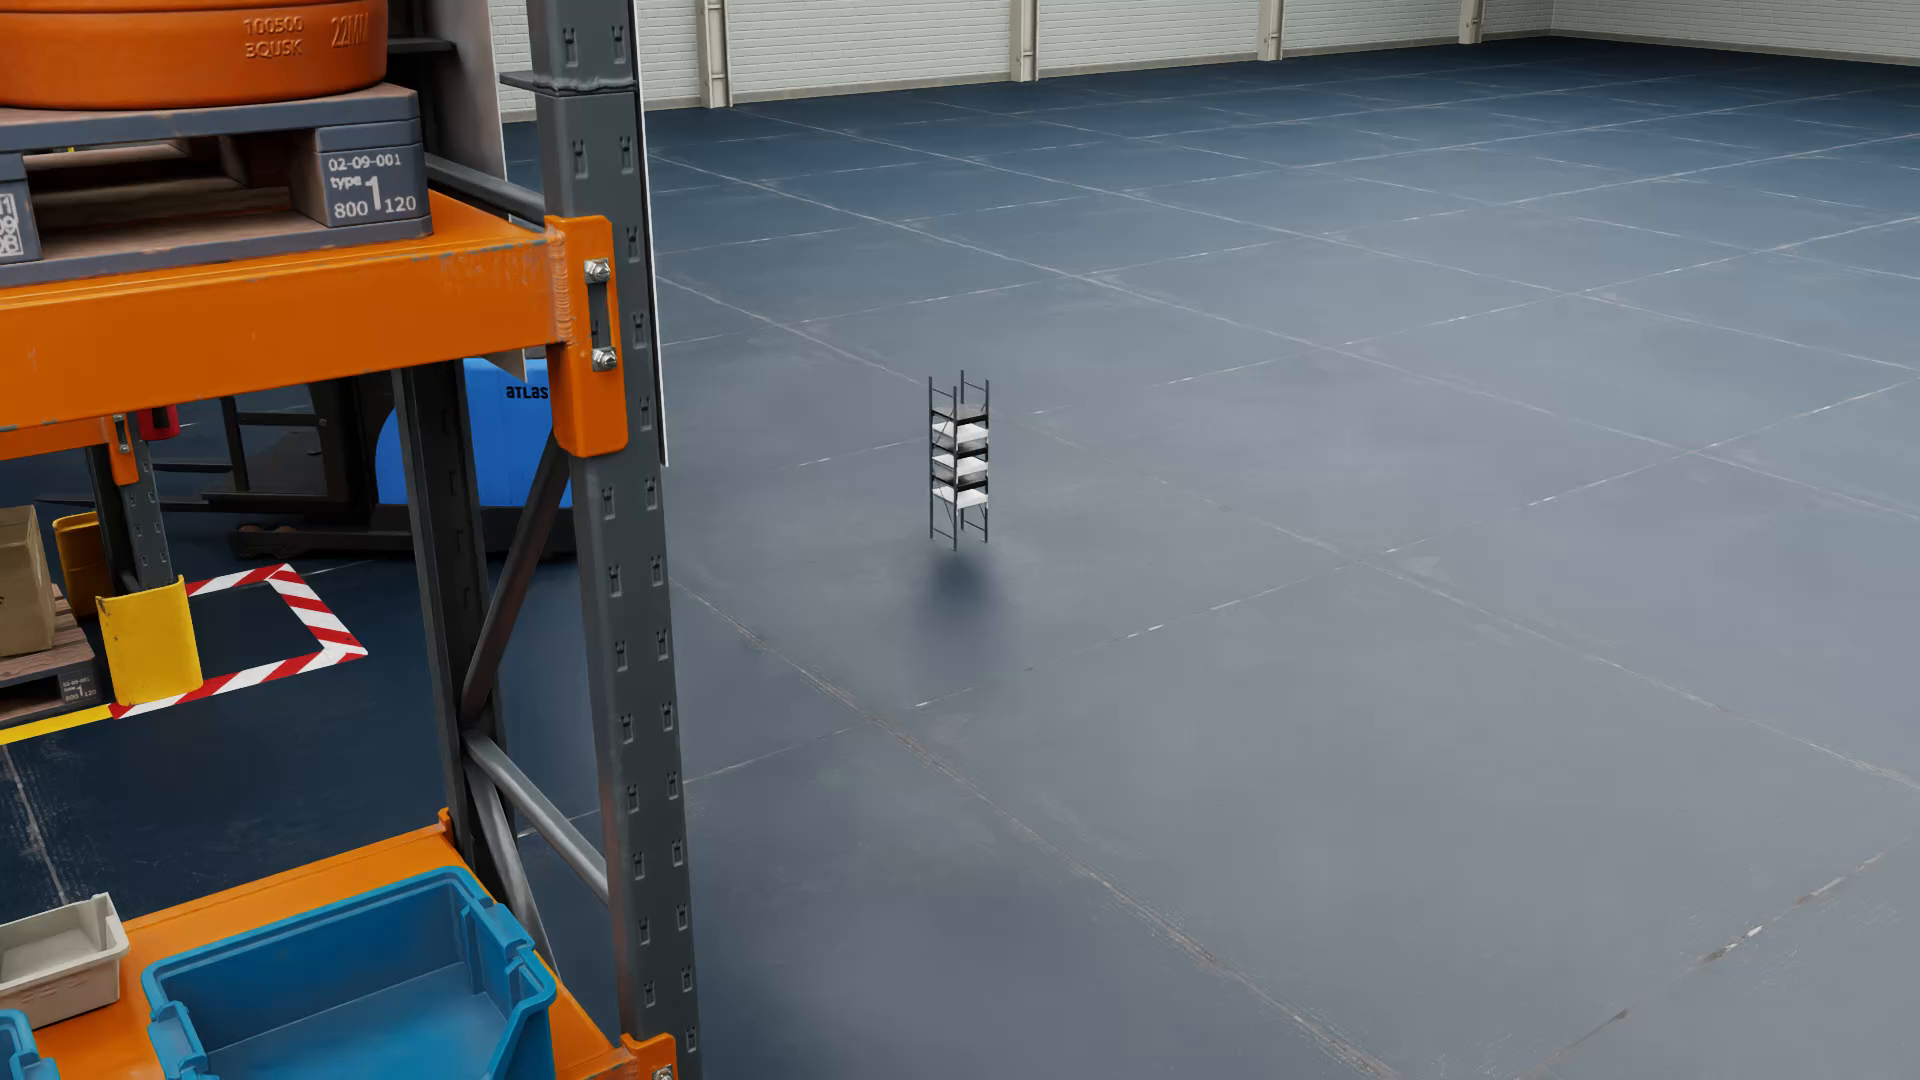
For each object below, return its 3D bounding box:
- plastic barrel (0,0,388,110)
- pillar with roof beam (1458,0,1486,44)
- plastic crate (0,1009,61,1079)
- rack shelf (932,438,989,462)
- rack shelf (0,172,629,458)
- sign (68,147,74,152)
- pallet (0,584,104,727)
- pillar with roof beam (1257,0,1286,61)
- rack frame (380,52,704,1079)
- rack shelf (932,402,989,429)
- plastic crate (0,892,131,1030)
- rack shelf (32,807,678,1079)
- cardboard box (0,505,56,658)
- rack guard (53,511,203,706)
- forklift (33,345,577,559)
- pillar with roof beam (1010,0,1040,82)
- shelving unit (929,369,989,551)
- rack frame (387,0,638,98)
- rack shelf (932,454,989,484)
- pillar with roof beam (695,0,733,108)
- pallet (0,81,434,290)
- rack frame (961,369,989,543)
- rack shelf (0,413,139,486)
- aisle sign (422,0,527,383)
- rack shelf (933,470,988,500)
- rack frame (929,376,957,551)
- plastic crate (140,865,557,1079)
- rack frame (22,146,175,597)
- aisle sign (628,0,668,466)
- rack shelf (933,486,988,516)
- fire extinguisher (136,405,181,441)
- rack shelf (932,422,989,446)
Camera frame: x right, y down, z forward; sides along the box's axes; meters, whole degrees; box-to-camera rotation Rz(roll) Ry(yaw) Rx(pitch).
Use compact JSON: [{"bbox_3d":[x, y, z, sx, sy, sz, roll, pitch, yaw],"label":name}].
[{"bbox_3d":[-1.143,-1.055,2.300,0.708,0.830,0.600,-15,26,-33],"label":"plastic barrel"},{"bbox_3d":[13.370,-13.480,30.536,0.400,9.000,9.100,-15,26,-33],"label":"pillar with roof beam"},{"bbox_3d":[-1.585,0.995,2.556,0.408,0.251,0.499,-15,26,-33],"label":"plastic crate"},{"bbox_3d":[-0.007,-0.469,8.704,0.200,0.077,0.258,-15,26,-33],"label":"rack shelf"},{"bbox_3d":[-2.447,-0.037,1.866,4.000,0.370,1.077,-15,26,-33],"label":"rack shelf"},{"bbox_3d":[-3.408,-1.414,6.405,0.005,0.325,0.100,-15,26,-33],"label":"sign"},{"bbox_3d":[-4.458,0.576,7.169,1.213,0.211,1.003,-15,26,-33],"label":"pallet"},{"bbox_3d":[8.499,-12.181,27.282,0.400,9.000,9.100,-15,26,-33],"label":"pillar with roof beam"},{"bbox_3d":[-0.823,0.589,3.373,0.127,3.000,1.000,-15,26,-33],"label":"rack frame"},{"bbox_3d":[-0.007,-0.636,8.637,0.200,0.077,0.258,-15,26,-33],"label":"rack shelf"},{"bbox_3d":[-1.737,0.808,3.179,0.250,0.136,0.298,-15,26,-33],"label":"plastic crate"},{"bbox_3d":[-2.447,1.356,2.422,4.000,0.370,1.077,-15,26,-33],"label":"rack shelf"},{"bbox_3d":[-4.232,0.195,7.167,0.500,0.500,0.500,-10,24,-23],"label":"cardboard box"},{"bbox_3d":[-3.777,0.276,7.529,0.348,0.500,1.175,-15,26,-33],"label":"rack guard"},{"bbox_3d":[-3.395,-1.458,8.595,3.031,2.935,1.130,1,22,3],"label":"forklift"},{"bbox_3d":[3.629,-10.883,24.027,0.400,9.000,9.100,-15,26,-33],"label":"pillar with roof beam"},{"bbox_3d":[-0.007,-0.416,8.725,0.210,0.900,0.258,-15,26,-33],"label":"shelving unit"},{"bbox_3d":[-0.823,-2.197,2.261,0.127,3.000,1.000,-15,26,-33],"label":"rack frame"},{"bbox_3d":[-0.007,-0.385,8.738,0.200,0.077,0.258,-15,26,-33],"label":"rack shelf"},{"bbox_3d":[-1.242,-9.584,20.772,0.400,9.000,9.100,-15,26,-33],"label":"pillar with roof beam"},{"bbox_3d":[-1.552,-0.567,2.477,1.213,0.211,1.003,-15,26,-33],"label":"pallet"},{"bbox_3d":[0.076,-0.438,8.780,0.006,0.900,0.240,-15,26,-33],"label":"rack frame"},{"bbox_3d":[-5.339,-0.134,6.156,4.000,0.370,1.077,-15,26,-33],"label":"rack shelf"},{"bbox_3d":[-0.936,-0.722,3.151,0.004,0.787,0.394,-15,26,-33],"label":"aisle sign"},{"bbox_3d":[-0.007,-0.302,8.771,0.200,0.077,0.258,-15,26,-33],"label":"rack shelf"},{"bbox_3d":[-0.089,-0.394,8.670,0.006,0.900,0.240,-15,26,-33],"label":"rack frame"},{"bbox_3d":[-1.055,0.856,2.904,0.616,0.251,0.499,-15,26,-33],"label":"plastic crate"},{"bbox_3d":[-3.716,-0.901,7.107,0.127,3.000,1.000,-15,26,-33],"label":"rack frame"},{"bbox_3d":[-0.591,-0.545,2.706,0.004,0.787,0.394,-15,26,-33],"label":"aisle sign"},{"bbox_3d":[-0.007,-0.218,8.804,0.200,0.077,0.258,-15,26,-33],"label":"rack shelf"},{"bbox_3d":[-3.354,-0.751,6.836,0.183,0.674,0.296,-15,26,-33],"label":"fire extinguisher"},{"bbox_3d":[-0.007,-0.552,8.671,0.200,0.077,0.258,-15,26,-33],"label":"rack shelf"}]
